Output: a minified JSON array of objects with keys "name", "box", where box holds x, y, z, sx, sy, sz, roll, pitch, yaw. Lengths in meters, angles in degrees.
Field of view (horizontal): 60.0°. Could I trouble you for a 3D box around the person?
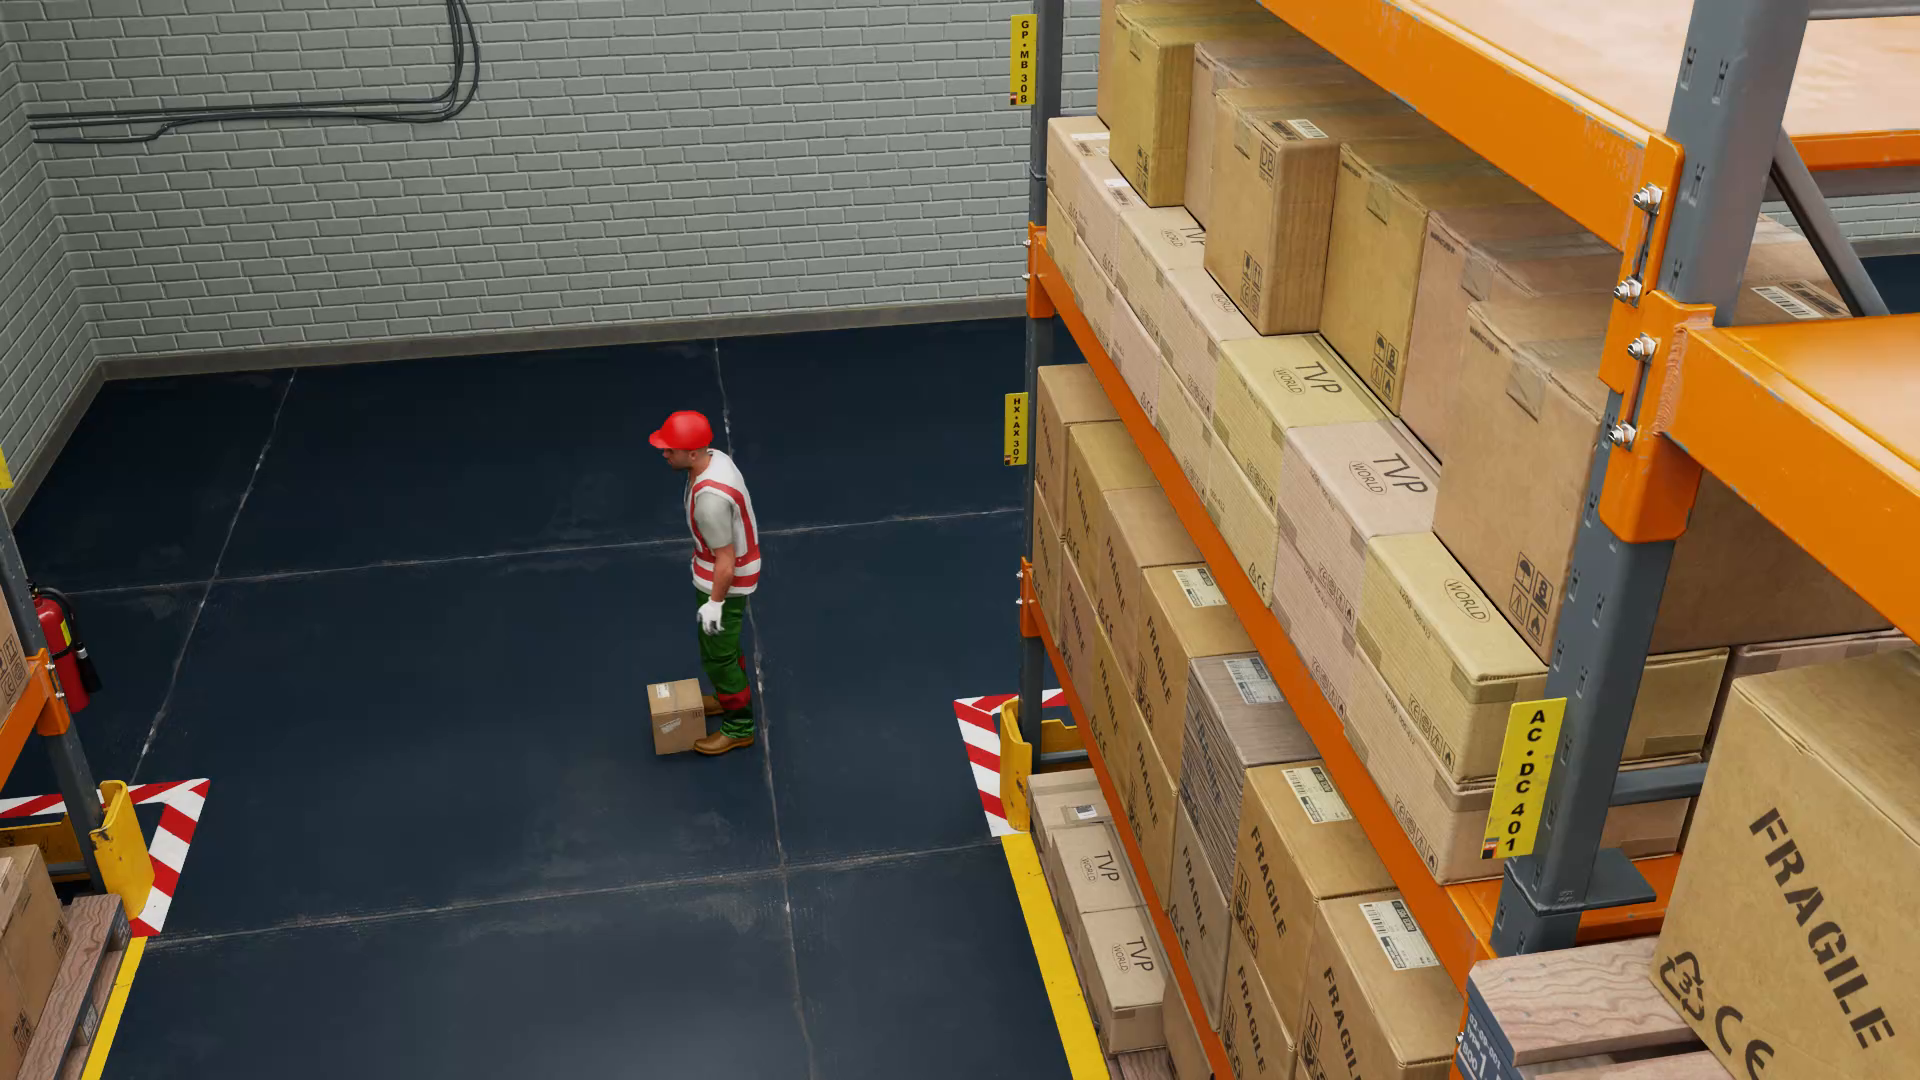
[{"name":"person","box":[-1.161,0.184,7.811,0.453,1.778,0.606,-5,31,-9]}]
